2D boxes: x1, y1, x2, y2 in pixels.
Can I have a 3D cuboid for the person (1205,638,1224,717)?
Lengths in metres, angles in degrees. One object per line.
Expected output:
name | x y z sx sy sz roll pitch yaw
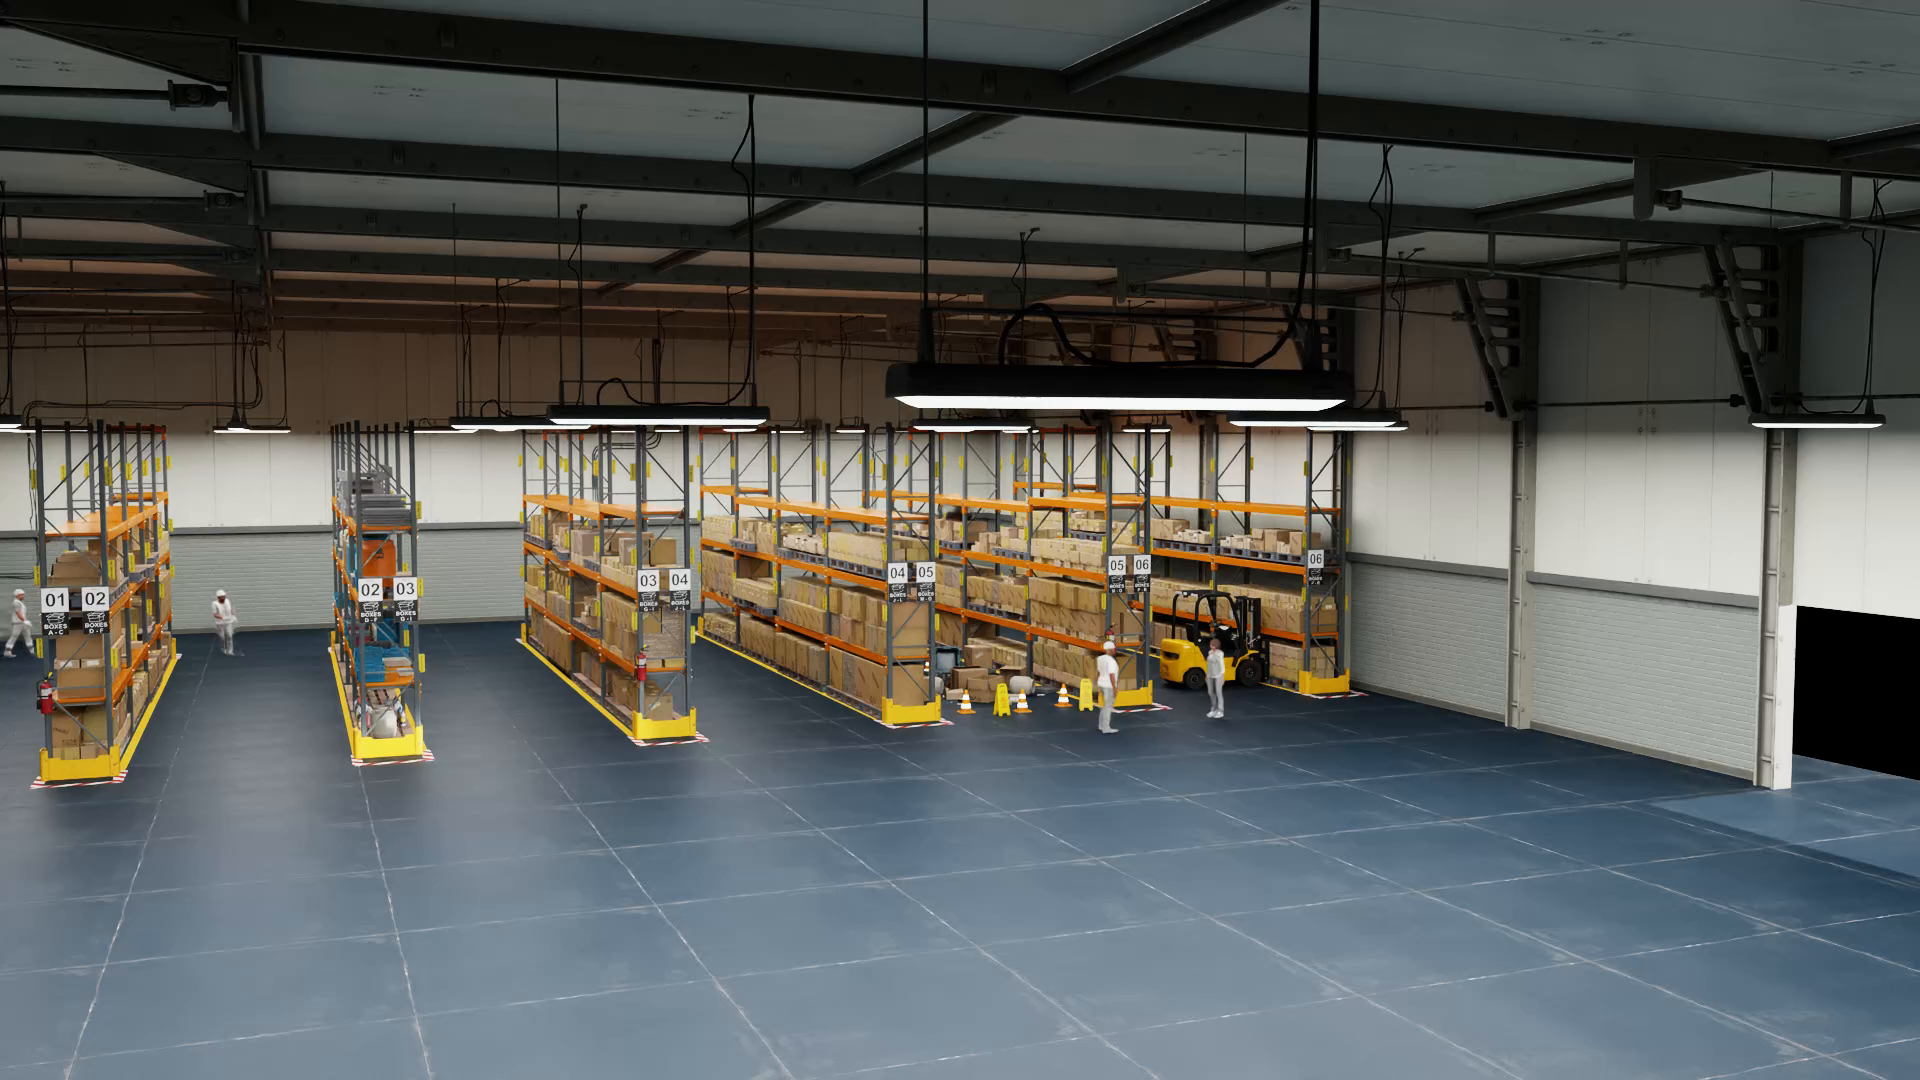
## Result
person | 5.199 2.812 33.832 0.345 1.628 0.508 -3 5 -39

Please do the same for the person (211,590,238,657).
person | -19.030 2.156 43.062 0.643 1.726 1.010 -2 4 -28

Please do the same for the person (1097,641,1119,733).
person | 2.872 2.859 32.101 0.380 1.803 0.675 -1 4 -21

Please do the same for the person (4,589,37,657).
person | -24.144 2.138 42.848 0.922 1.758 0.623 -2 4 -34

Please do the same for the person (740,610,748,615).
person | -6.489 1.815 49.469 0.856 1.617 0.533 -2 4 -34
